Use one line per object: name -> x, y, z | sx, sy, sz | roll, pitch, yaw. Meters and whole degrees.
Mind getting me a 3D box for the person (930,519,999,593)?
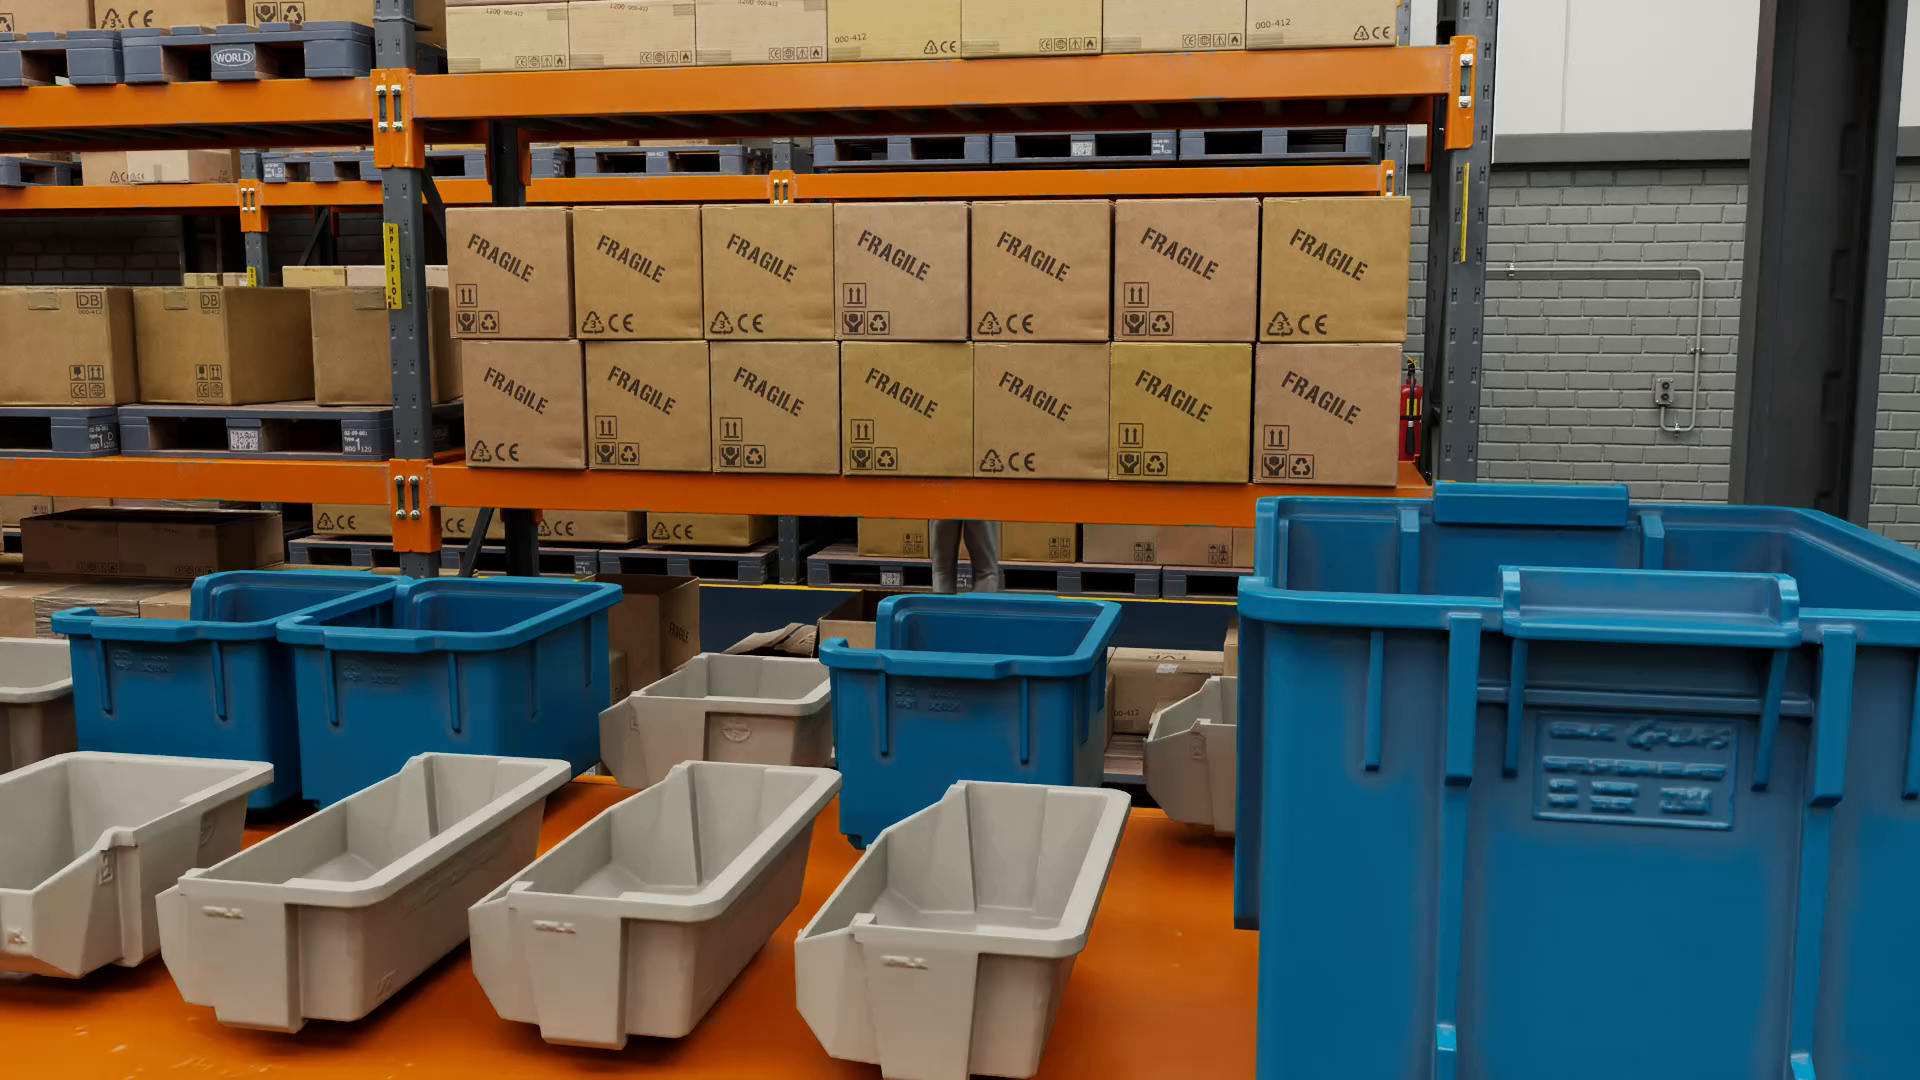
person -> 0.023, -0.175, 9.056 | 0.461, 1.674, 0.503 | 2, 8, 11
